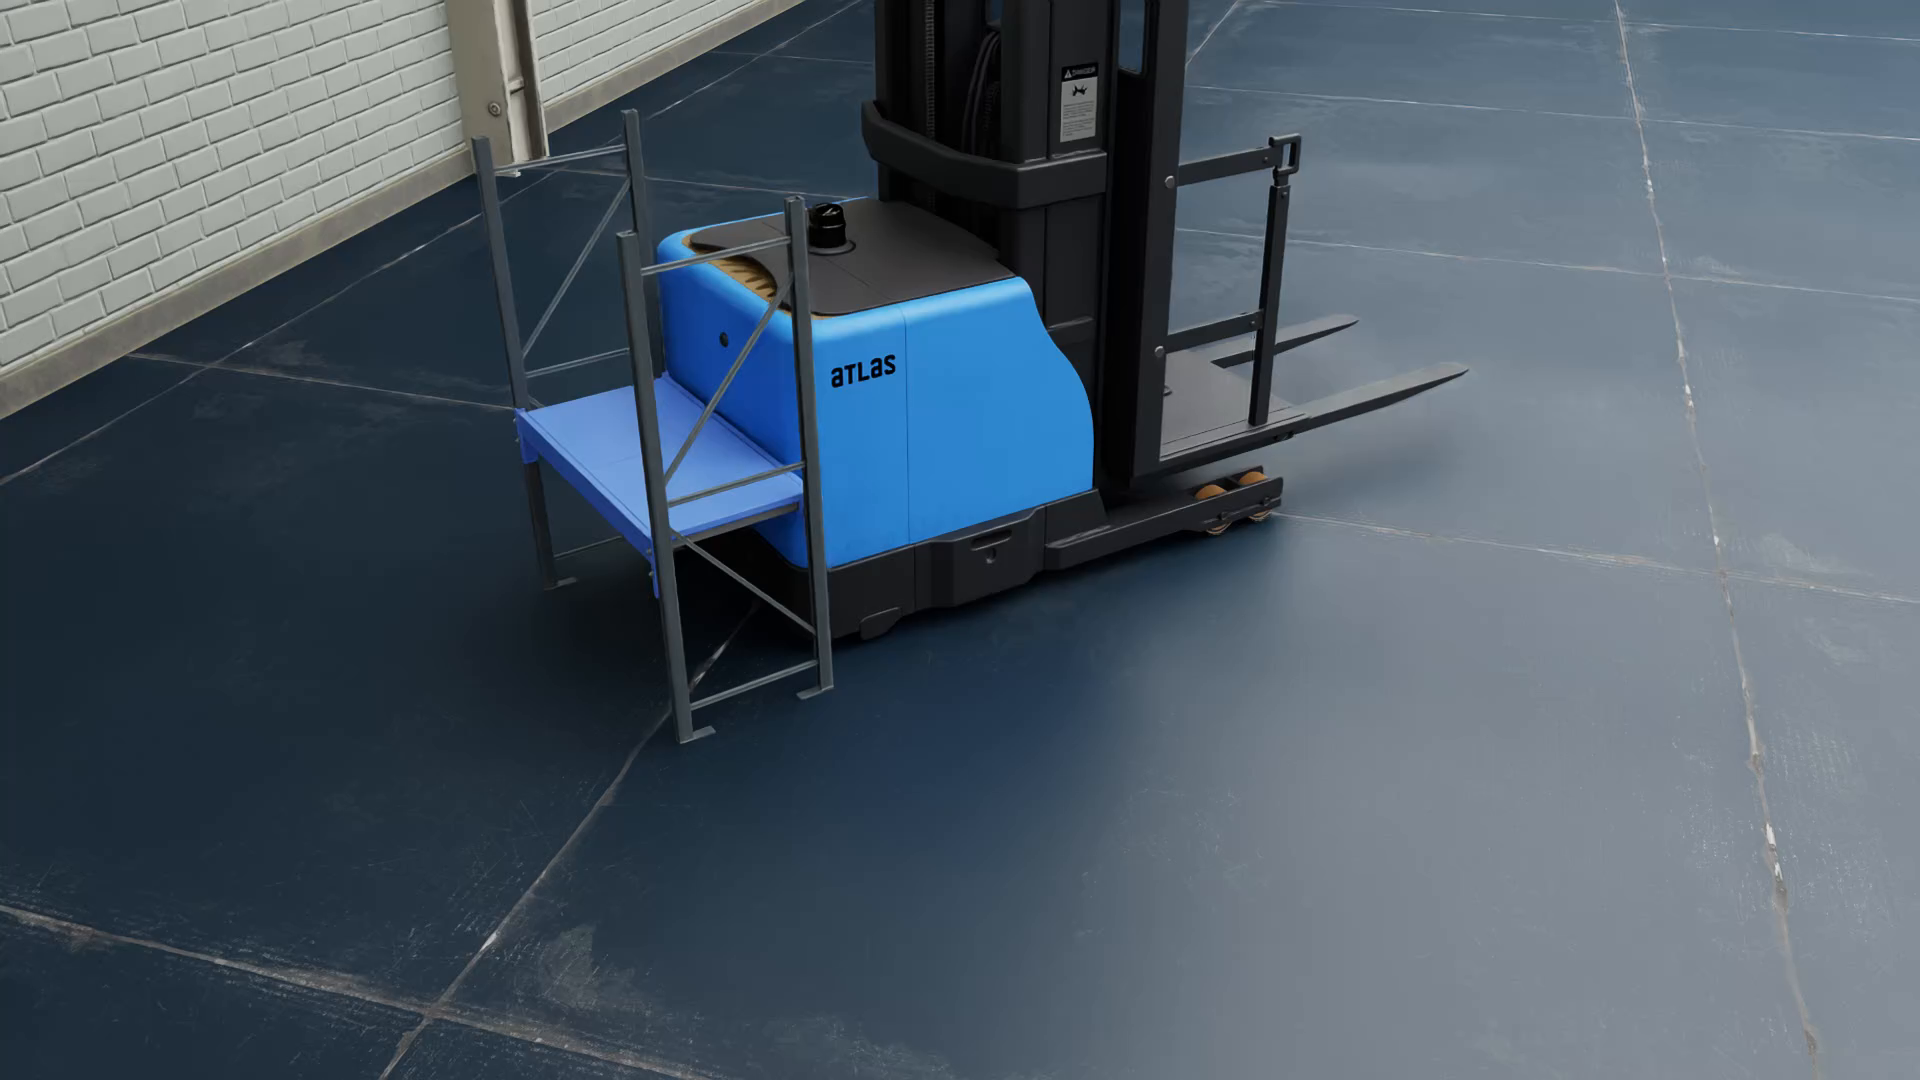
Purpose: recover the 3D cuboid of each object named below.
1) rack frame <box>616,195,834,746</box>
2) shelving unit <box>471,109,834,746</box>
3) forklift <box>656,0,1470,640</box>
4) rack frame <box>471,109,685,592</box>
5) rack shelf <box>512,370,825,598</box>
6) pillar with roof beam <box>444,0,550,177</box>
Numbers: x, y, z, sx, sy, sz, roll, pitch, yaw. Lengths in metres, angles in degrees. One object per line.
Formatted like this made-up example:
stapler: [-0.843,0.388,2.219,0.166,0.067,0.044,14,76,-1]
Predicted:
rack frame: [-0.601,-0.147,4.463,0.500,1.500,0.032,-19,34,-29]
shelving unit: [-0.883,-0.352,4.832,0.538,1.500,1.048,-19,34,-29]
forklift: [0.539,-1.502,5.435,3.031,2.935,1.130,-17,33,-28]
rack frame: [-1.165,-0.558,5.202,0.500,1.500,0.032,-19,34,-29]
rack shelf: [-0.881,-0.196,4.921,0.538,0.185,1.000,-19,34,-29]
pillar with roof beam: [1.501,-5.496,6.373,9.100,9.000,0.400,8,30,15]
